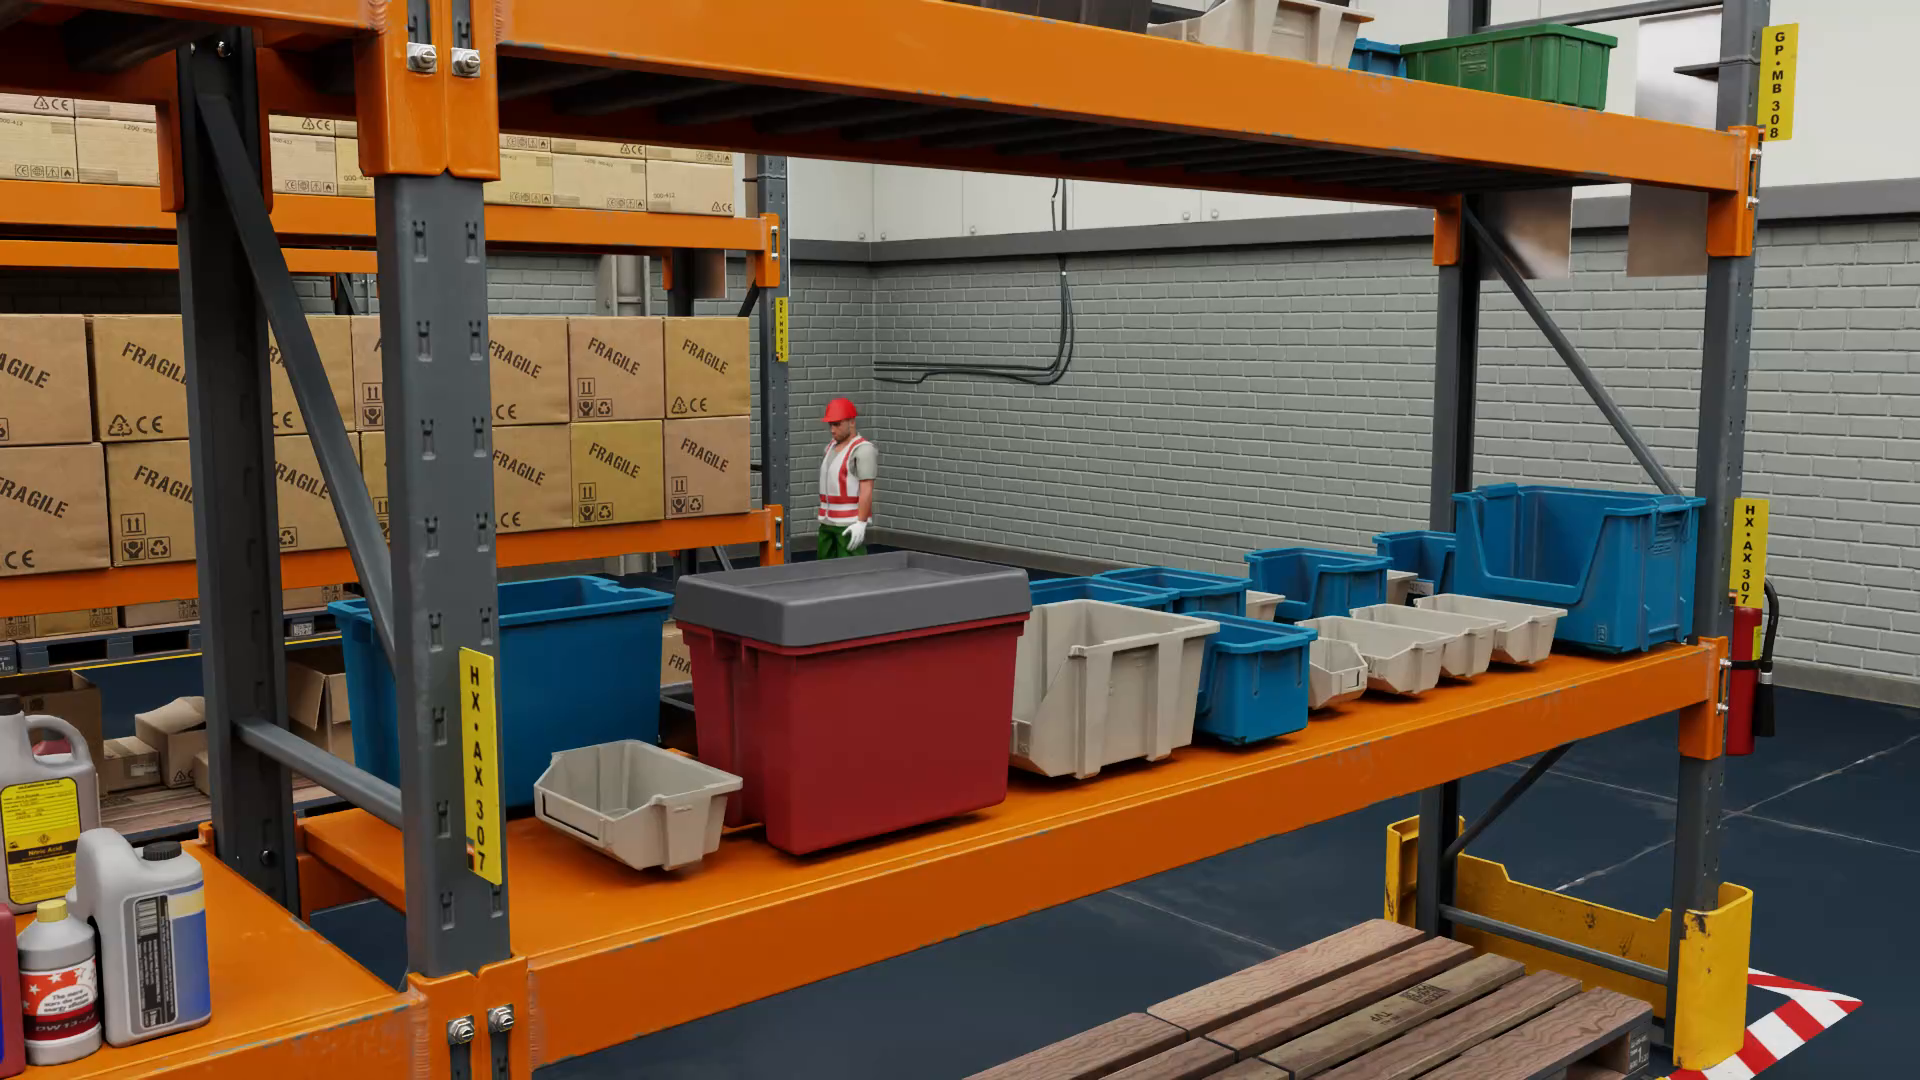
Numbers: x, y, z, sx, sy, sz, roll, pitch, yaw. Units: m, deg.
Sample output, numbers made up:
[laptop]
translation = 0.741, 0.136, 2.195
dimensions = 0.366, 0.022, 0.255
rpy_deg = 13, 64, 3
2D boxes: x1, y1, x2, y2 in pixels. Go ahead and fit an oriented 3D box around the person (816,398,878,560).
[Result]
[person]
translation = -0.795, -0.119, 11.422
dimensions = 0.364, 1.715, 0.529
rpy_deg = -6, 10, -40
